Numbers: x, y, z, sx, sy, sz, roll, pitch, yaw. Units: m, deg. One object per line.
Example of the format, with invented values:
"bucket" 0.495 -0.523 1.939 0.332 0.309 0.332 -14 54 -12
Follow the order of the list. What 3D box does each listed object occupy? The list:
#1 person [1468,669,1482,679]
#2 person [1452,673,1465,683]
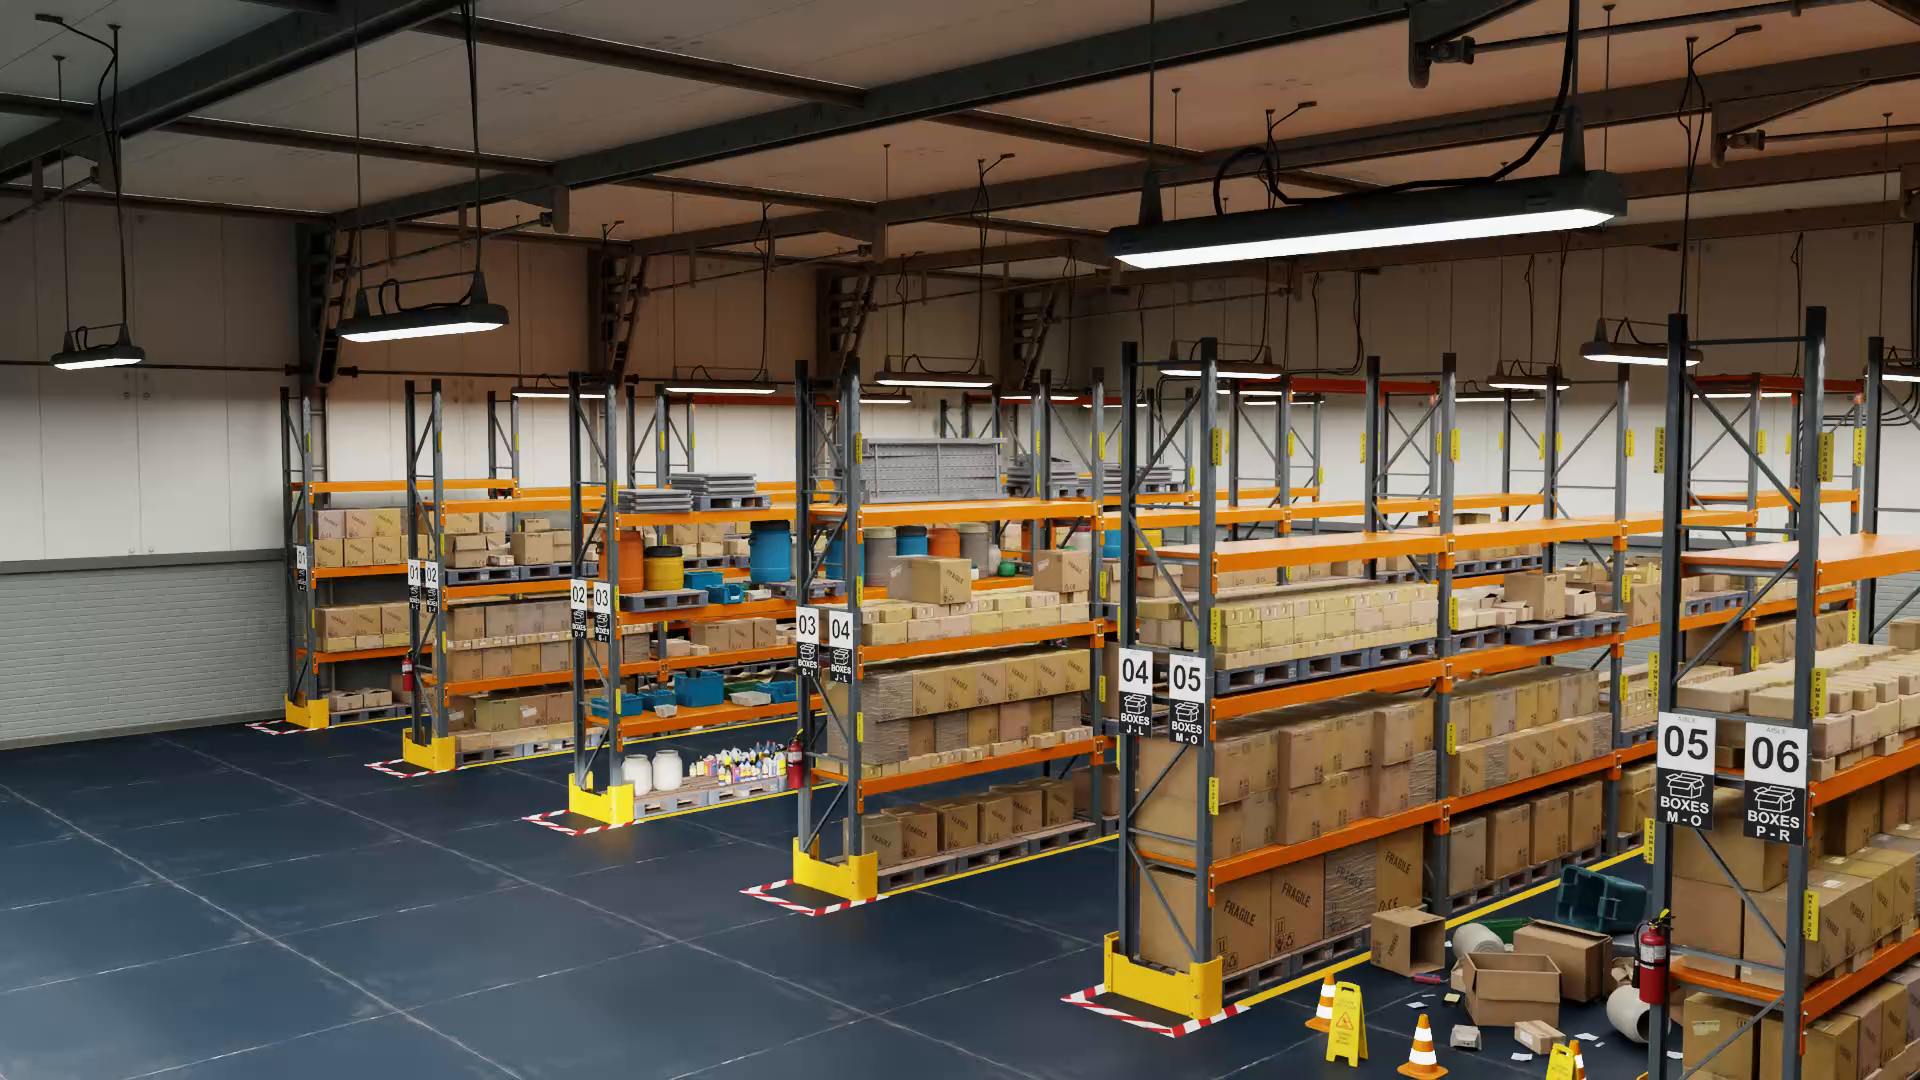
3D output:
"person" 7.869 2.731 25.414 0.543 1.632 0.616 -4 5 -44
"person" 7.253 2.726 24.446 0.839 1.843 0.684 -4 5 -45
